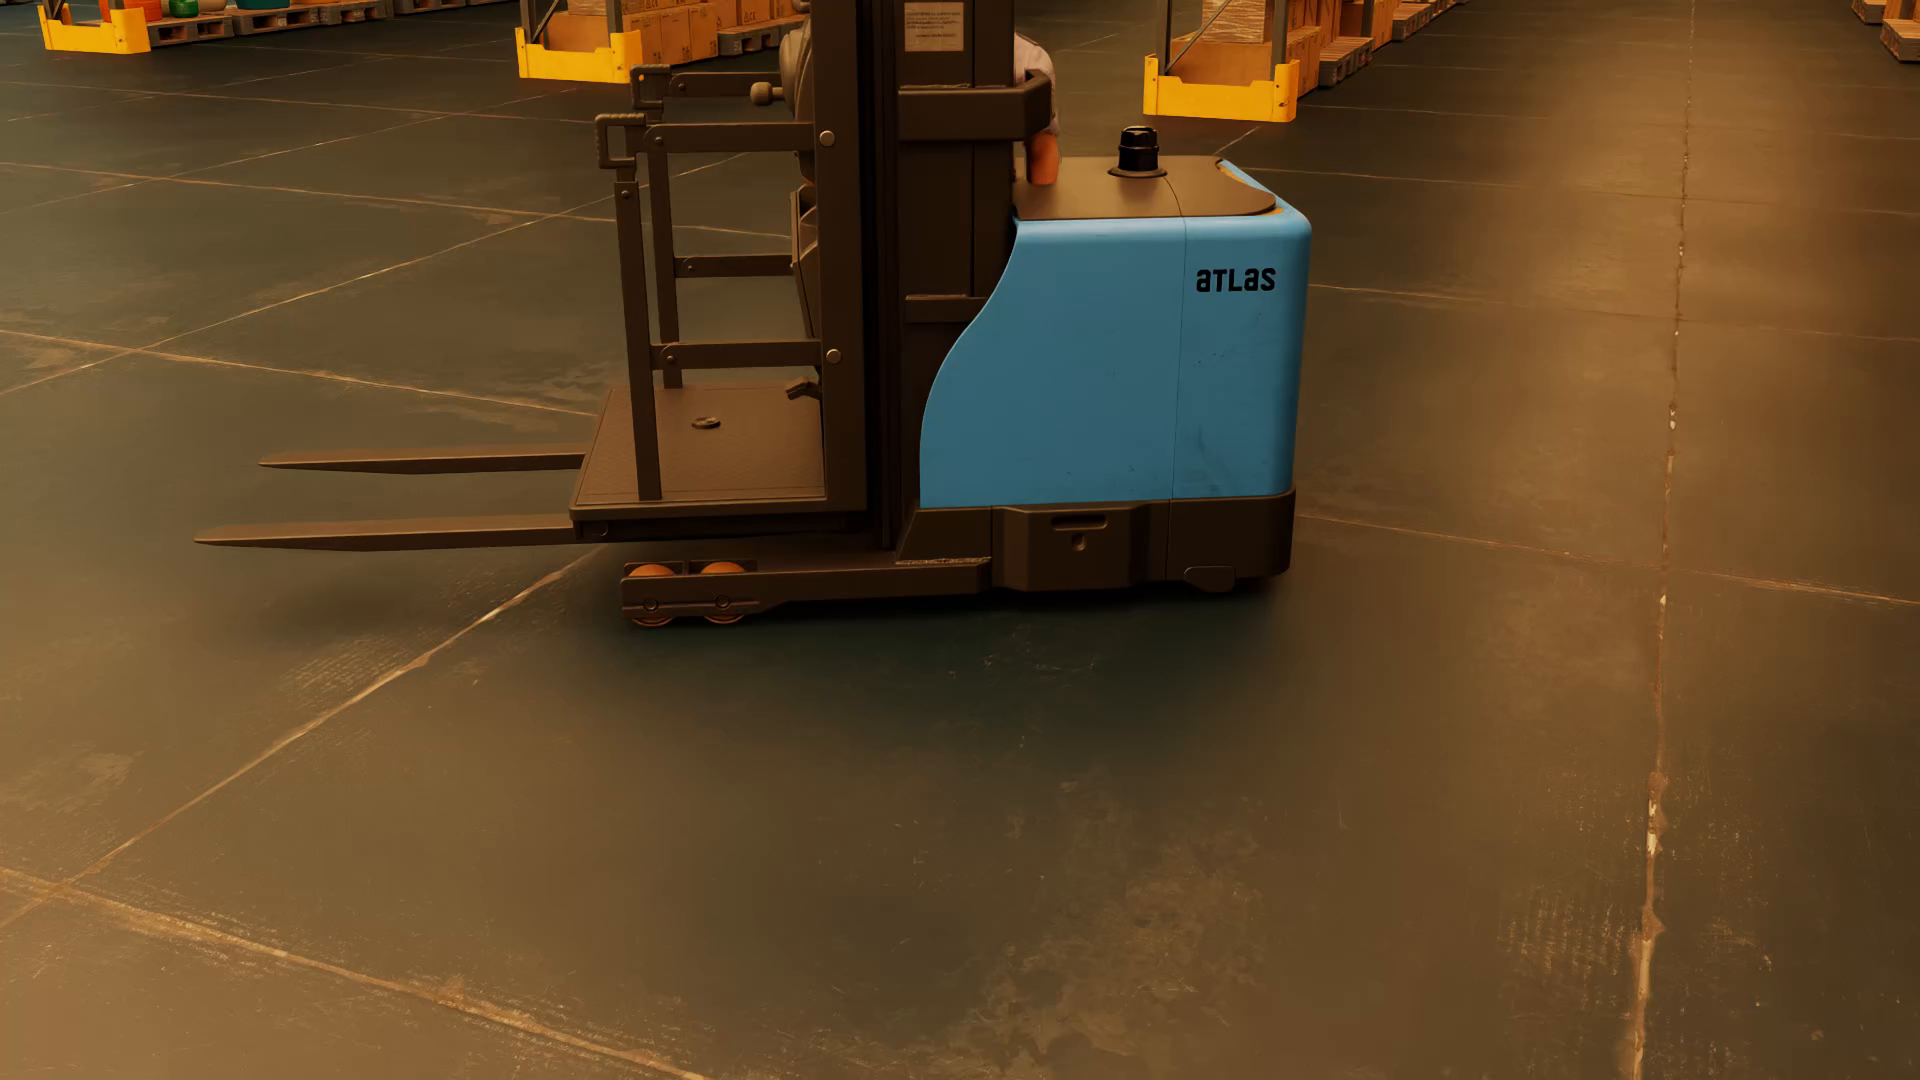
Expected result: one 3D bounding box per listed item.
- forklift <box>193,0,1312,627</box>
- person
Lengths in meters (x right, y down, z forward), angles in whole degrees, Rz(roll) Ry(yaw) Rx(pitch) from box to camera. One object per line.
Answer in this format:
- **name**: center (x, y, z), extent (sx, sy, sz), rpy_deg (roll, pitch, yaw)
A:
- **forklift**: center (-0.608, -1.330, 4.473), extent (3.031, 2.935, 1.130), rpy_deg (-2, 23, -5)
- **person**: center (-0.045, -0.822, 4.688), extent (0.592, 1.629, 0.536), rpy_deg (9, 24, 21)
